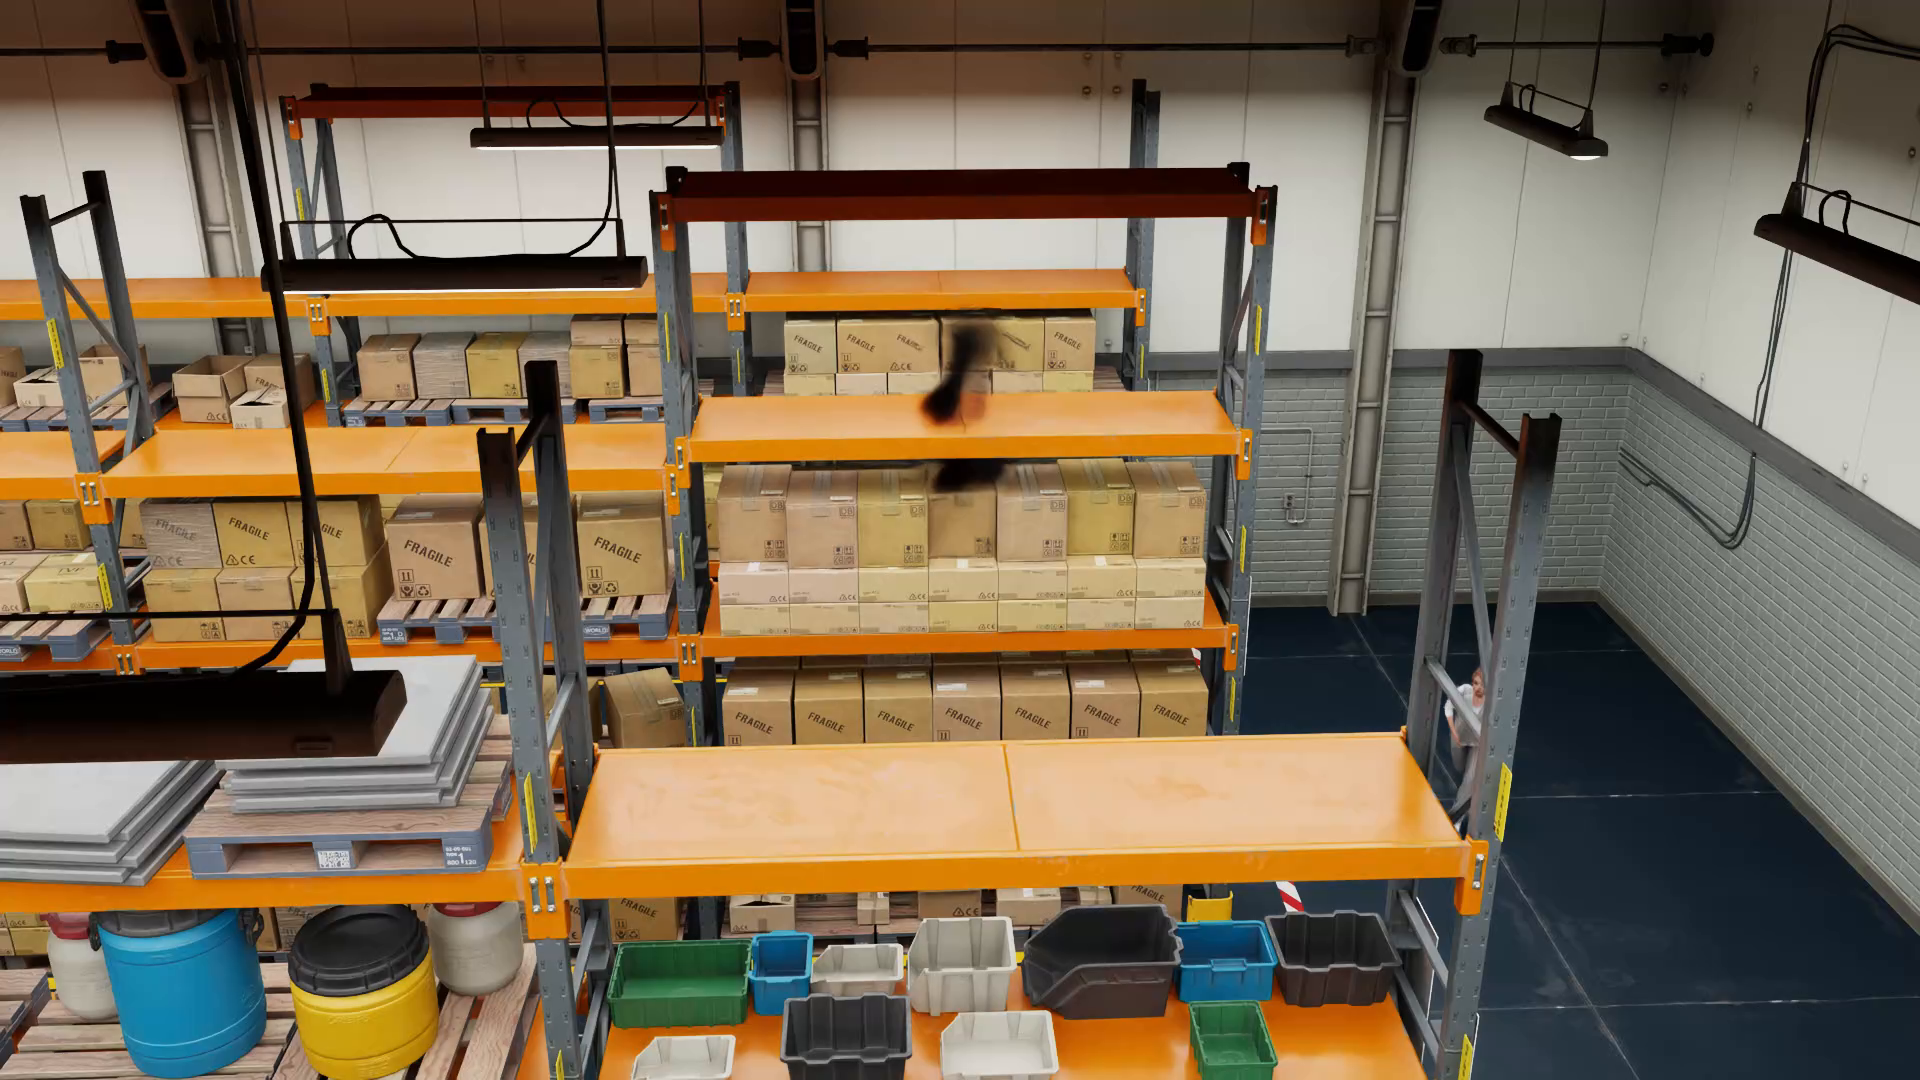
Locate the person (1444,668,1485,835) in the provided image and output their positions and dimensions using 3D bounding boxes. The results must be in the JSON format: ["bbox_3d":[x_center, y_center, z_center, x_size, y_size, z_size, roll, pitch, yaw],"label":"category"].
[{"bbox_3d":[4.546,1.767,14.747,0.542,1.587,0.959,9,24,22],"label":"person"}]
